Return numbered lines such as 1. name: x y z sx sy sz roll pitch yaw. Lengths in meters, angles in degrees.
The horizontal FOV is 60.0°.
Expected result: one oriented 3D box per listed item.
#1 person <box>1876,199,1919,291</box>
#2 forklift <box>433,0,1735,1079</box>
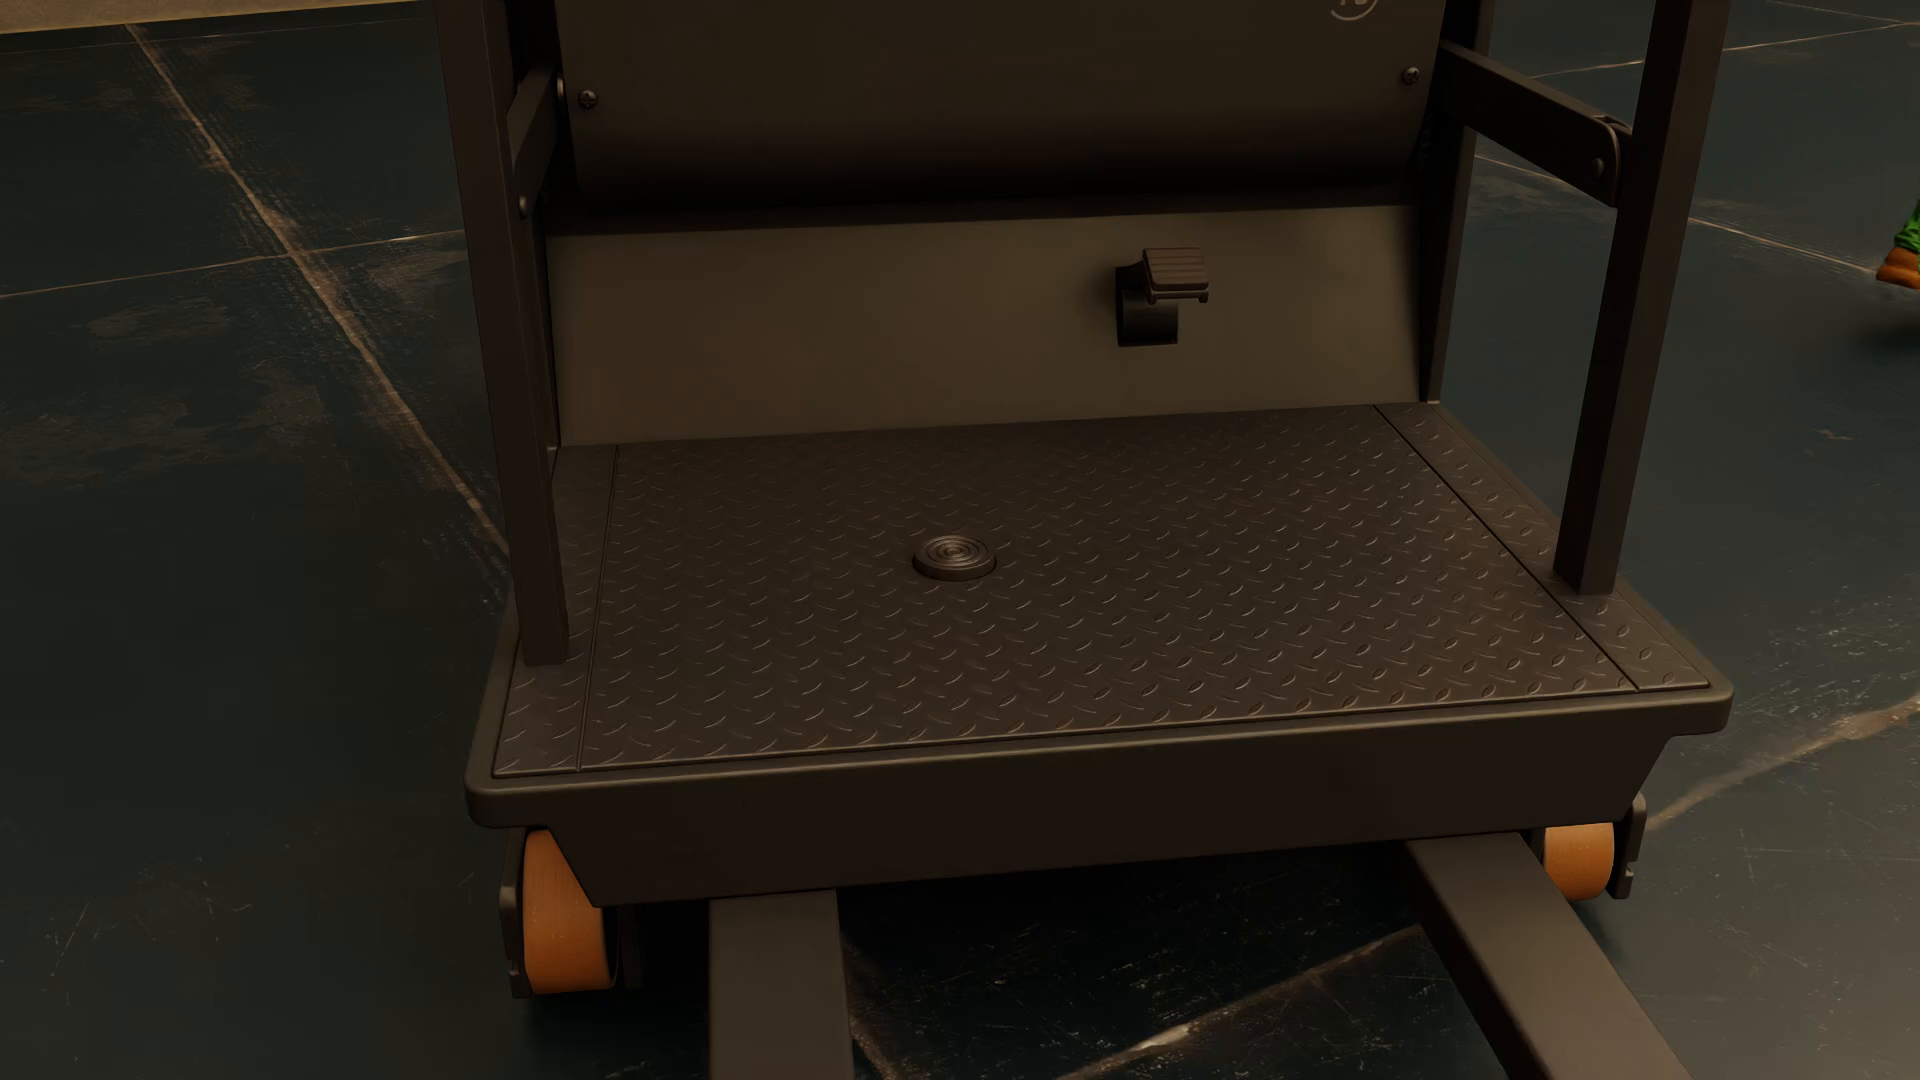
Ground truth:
1. person: 2.358 -0.984 2.757 0.561 1.715 1.168 -24 35 -38
2. forklift: 0.081 -1.033 1.297 1.130 2.935 3.031 -3 27 -7
